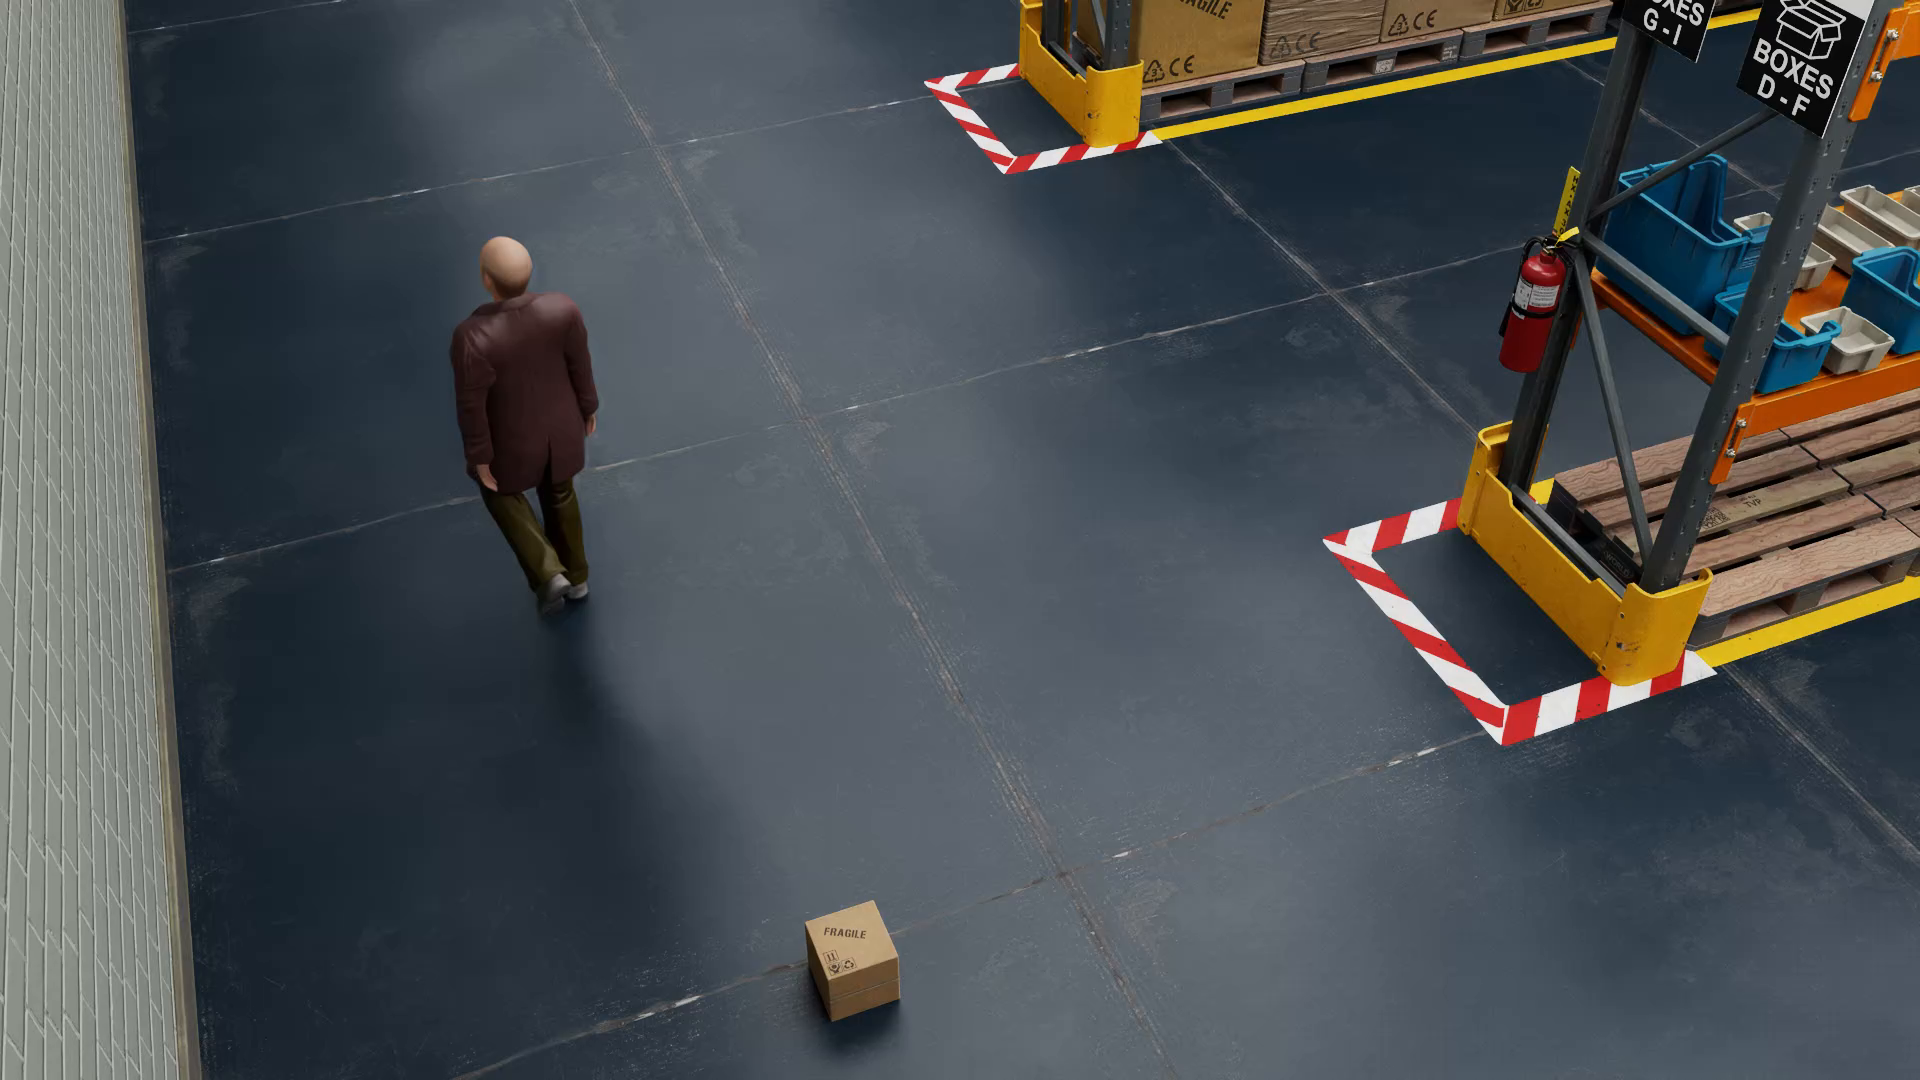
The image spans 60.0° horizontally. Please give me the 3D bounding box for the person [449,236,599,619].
[{"bbox_3d":[-1.704,-0.360,6.703,0.596,1.554,0.584,-25,47,-26],"label":"person"}]
